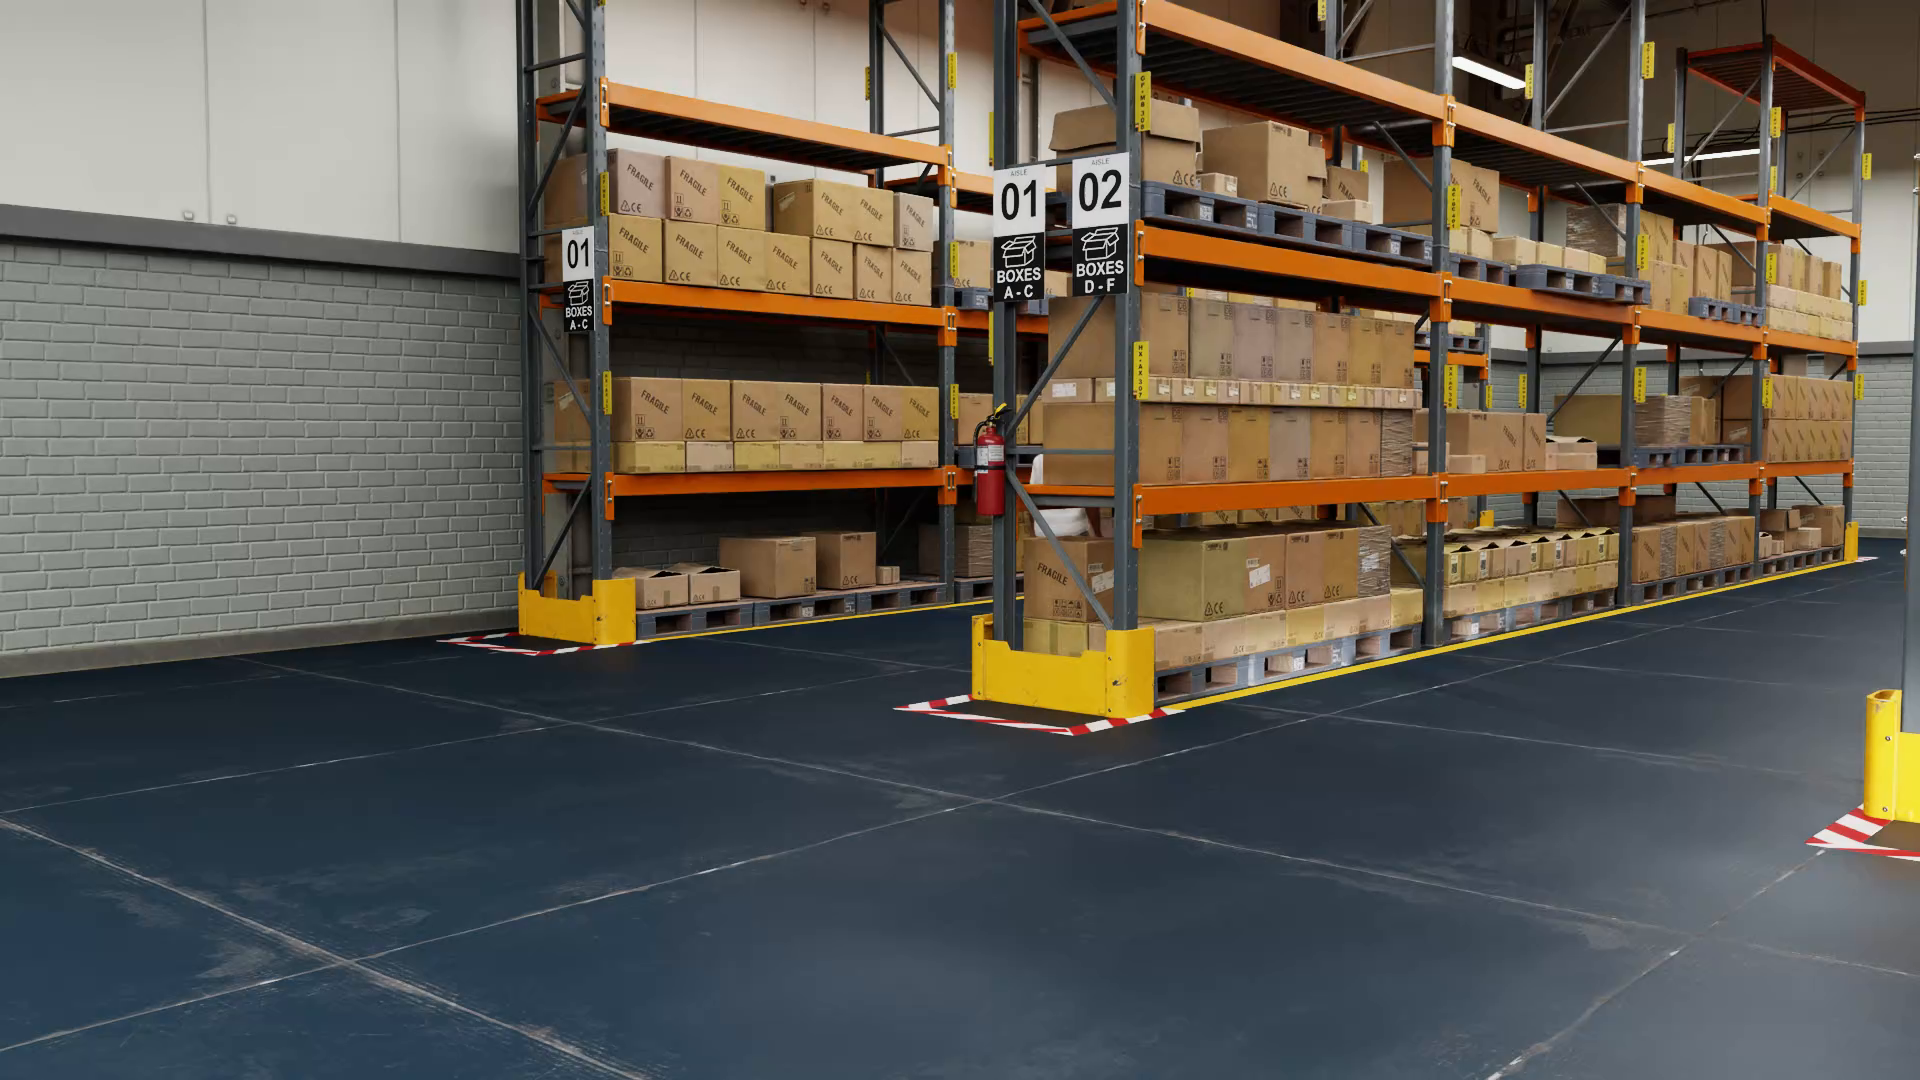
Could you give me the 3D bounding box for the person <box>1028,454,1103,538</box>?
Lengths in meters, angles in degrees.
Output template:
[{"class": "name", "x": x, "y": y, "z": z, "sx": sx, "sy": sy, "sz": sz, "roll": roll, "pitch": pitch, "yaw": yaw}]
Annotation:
[{"class": "person", "x": 0.801, "y": -0.054, "z": 12.480, "sx": 0.624, "sy": 1.759, "sz": 0.463, "roll": 3, "pitch": 5, "yaw": 39}]
